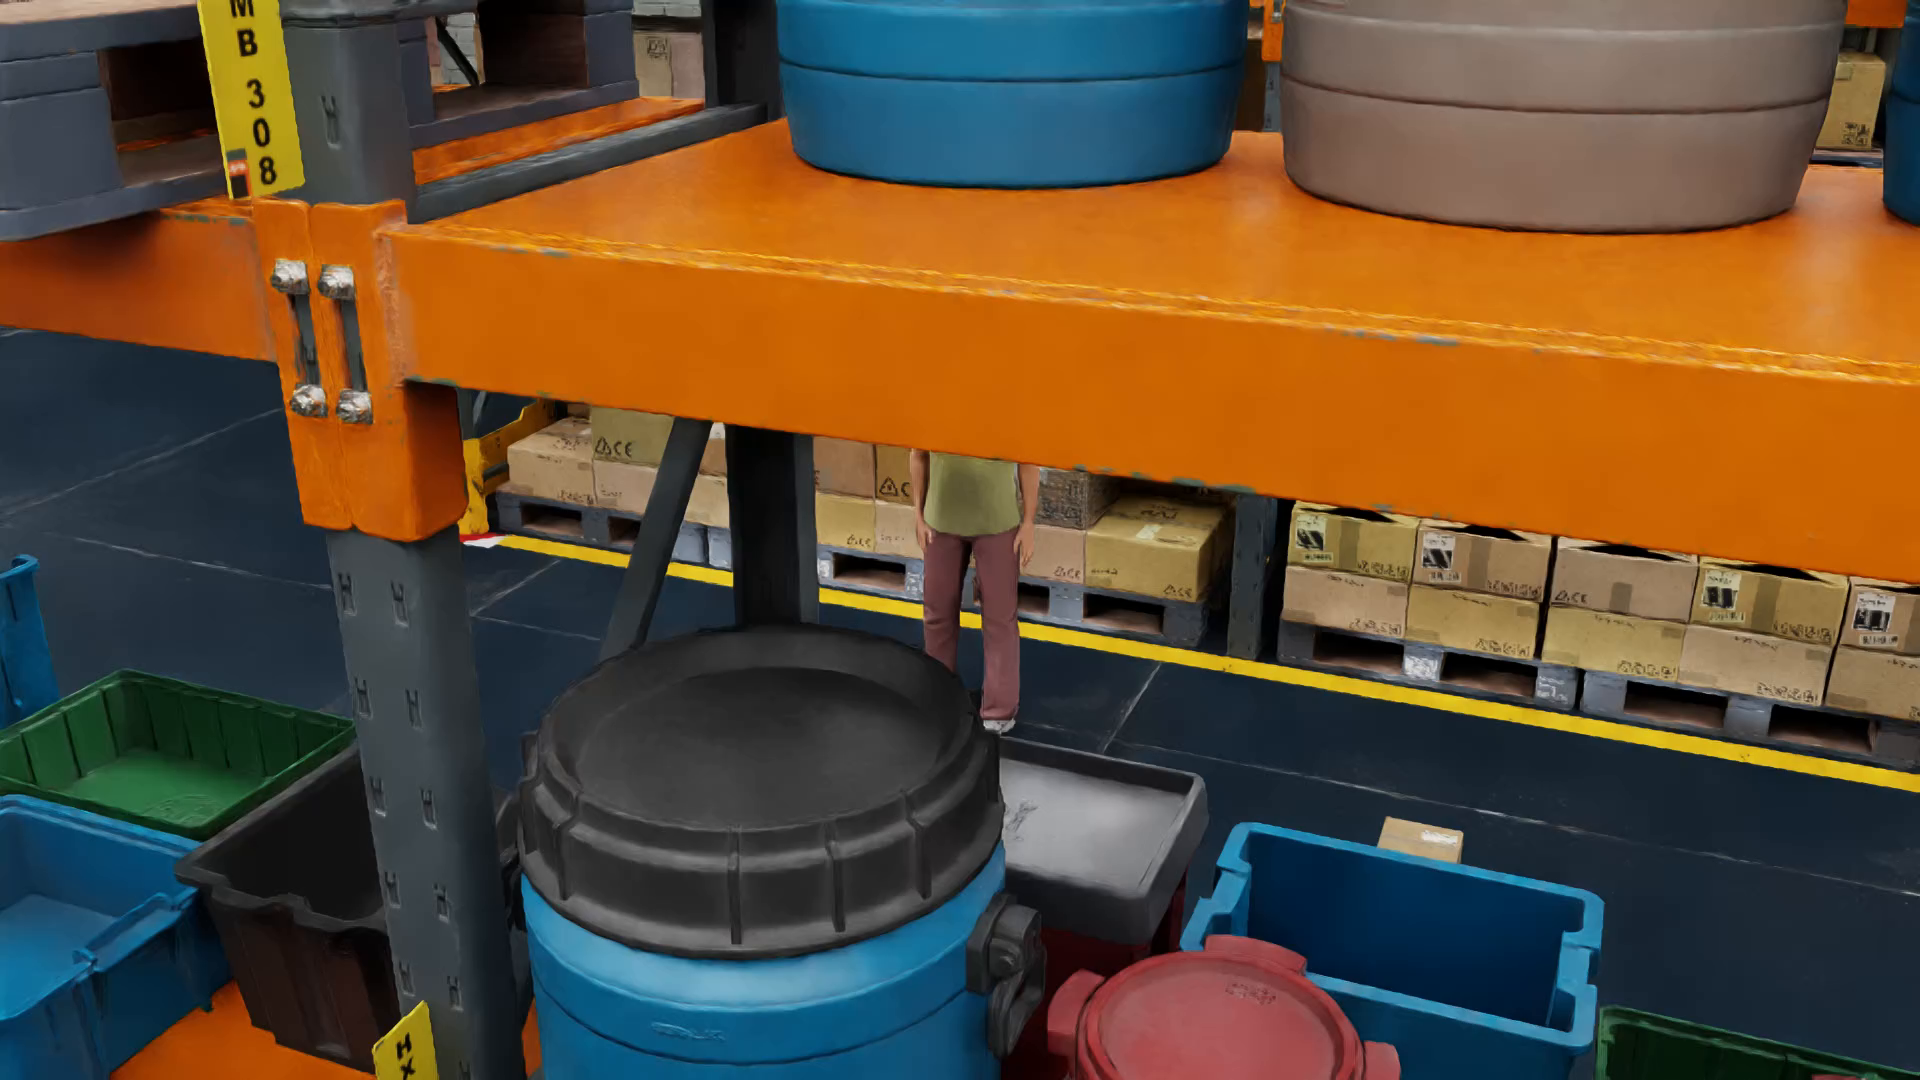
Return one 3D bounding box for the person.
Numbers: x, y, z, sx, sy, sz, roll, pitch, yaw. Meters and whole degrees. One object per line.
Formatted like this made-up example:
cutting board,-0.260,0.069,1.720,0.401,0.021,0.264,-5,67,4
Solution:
person,0.041,-0.023,6.149,0.484,1.708,0.390,4,23,10
